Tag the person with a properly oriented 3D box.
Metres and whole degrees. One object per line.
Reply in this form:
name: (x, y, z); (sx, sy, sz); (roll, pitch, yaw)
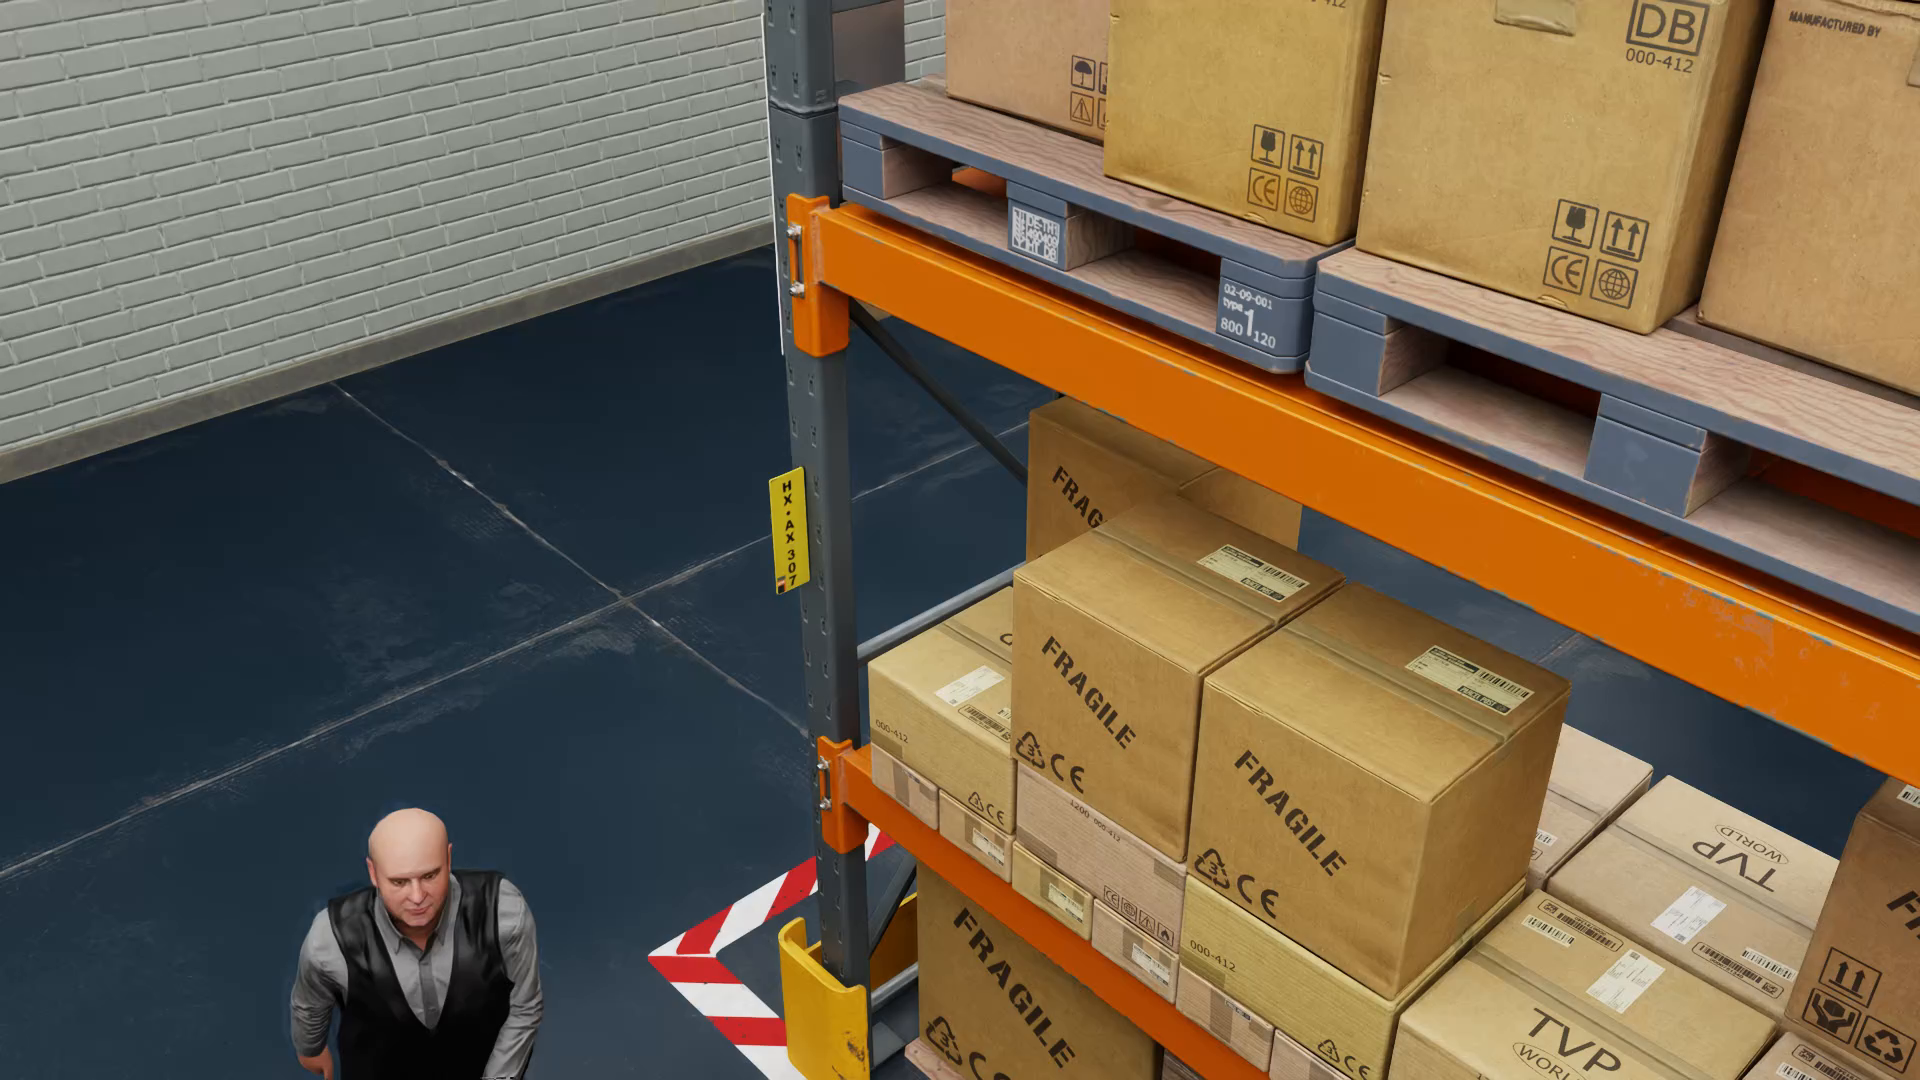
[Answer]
person: (-1.253, 1.332, 3.986); (0.588, 1.662, 1.043); (-13, 34, -21)
